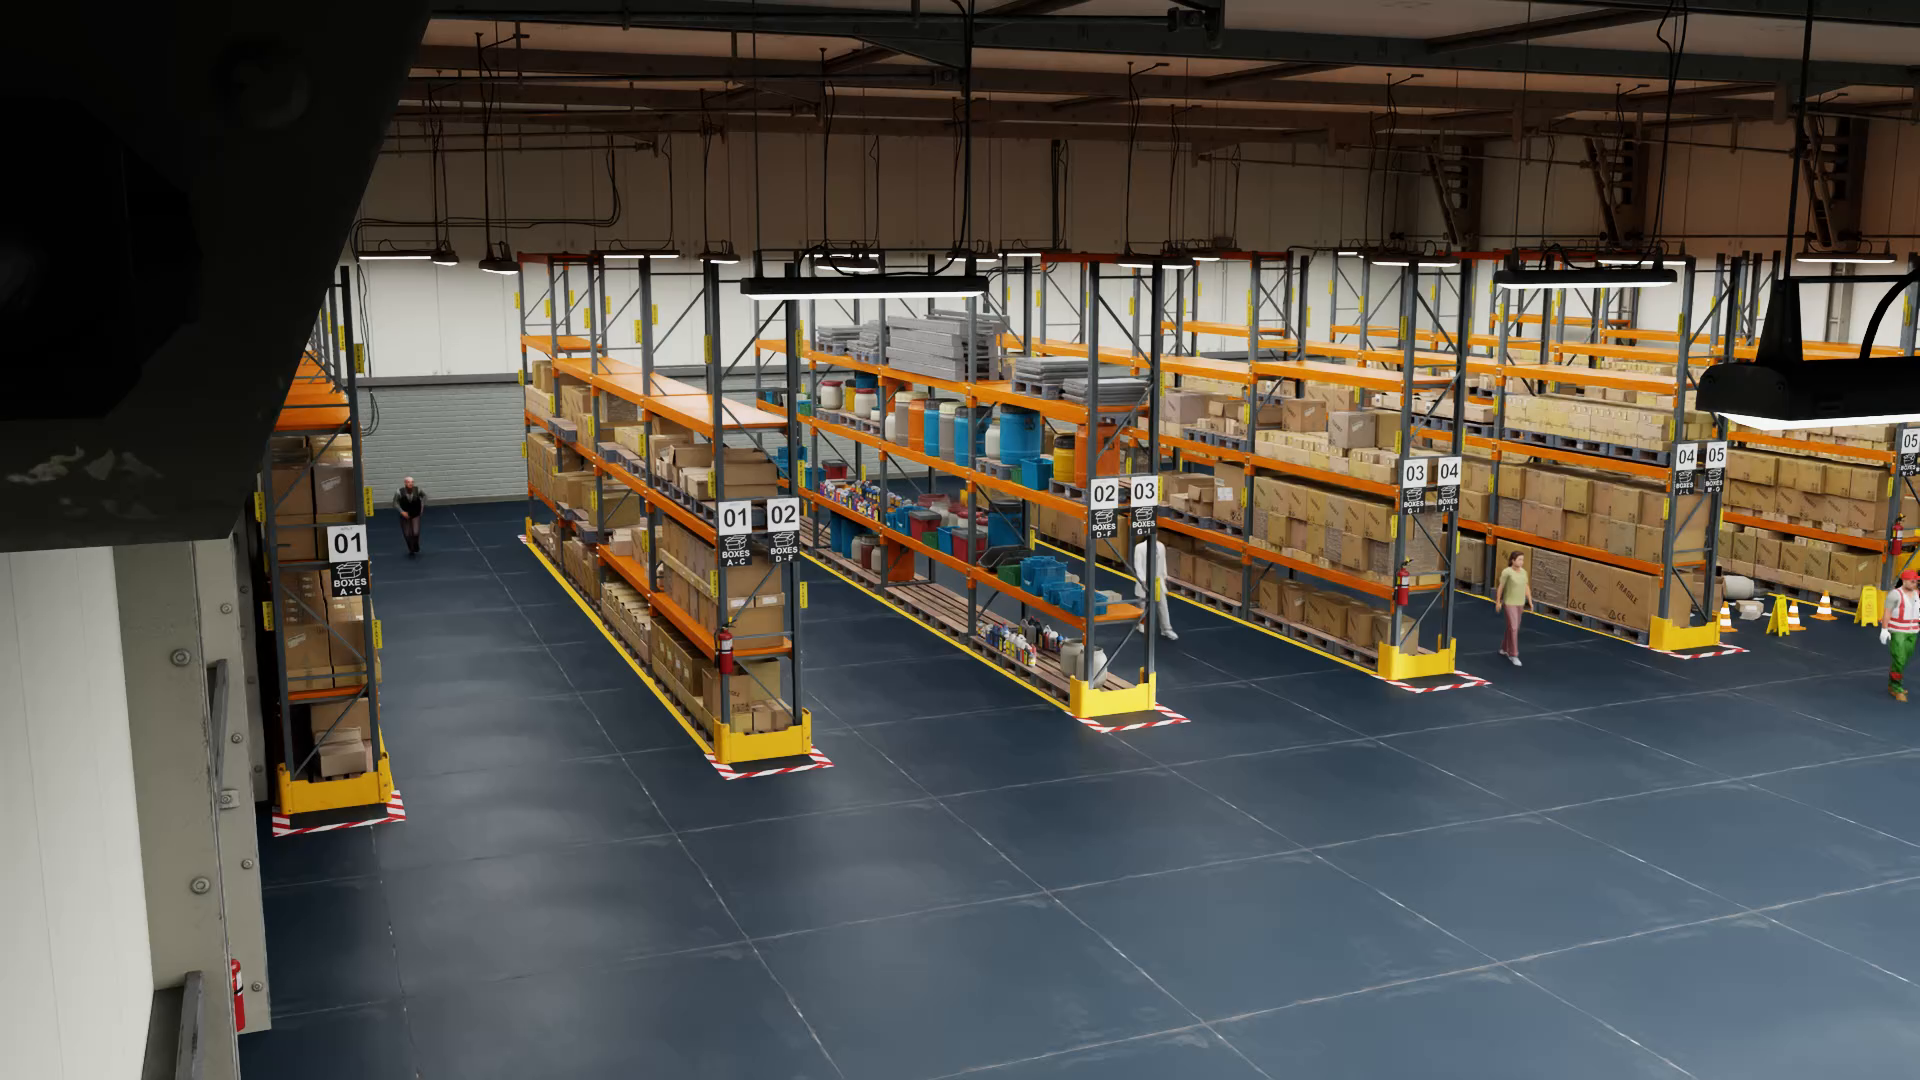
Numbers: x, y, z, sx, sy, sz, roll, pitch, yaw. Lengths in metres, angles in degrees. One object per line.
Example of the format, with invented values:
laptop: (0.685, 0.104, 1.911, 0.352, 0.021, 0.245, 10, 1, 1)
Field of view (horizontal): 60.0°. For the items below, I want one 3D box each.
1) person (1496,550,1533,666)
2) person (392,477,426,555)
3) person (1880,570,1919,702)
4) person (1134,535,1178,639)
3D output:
person: (8.354, 0.999, 25.000, 0.499, 1.705, 0.622, -4, 11, -22)
person: (-10.953, -0.480, 33.149, 0.636, 1.626, 0.720, -3, 11, -14)
person: (13.071, 1.313, 23.009, 0.596, 1.842, 0.535, -2, 11, -11)
person: (3.077, 0.659, 26.453, 0.629, 1.740, 0.995, -3, 11, -15)
